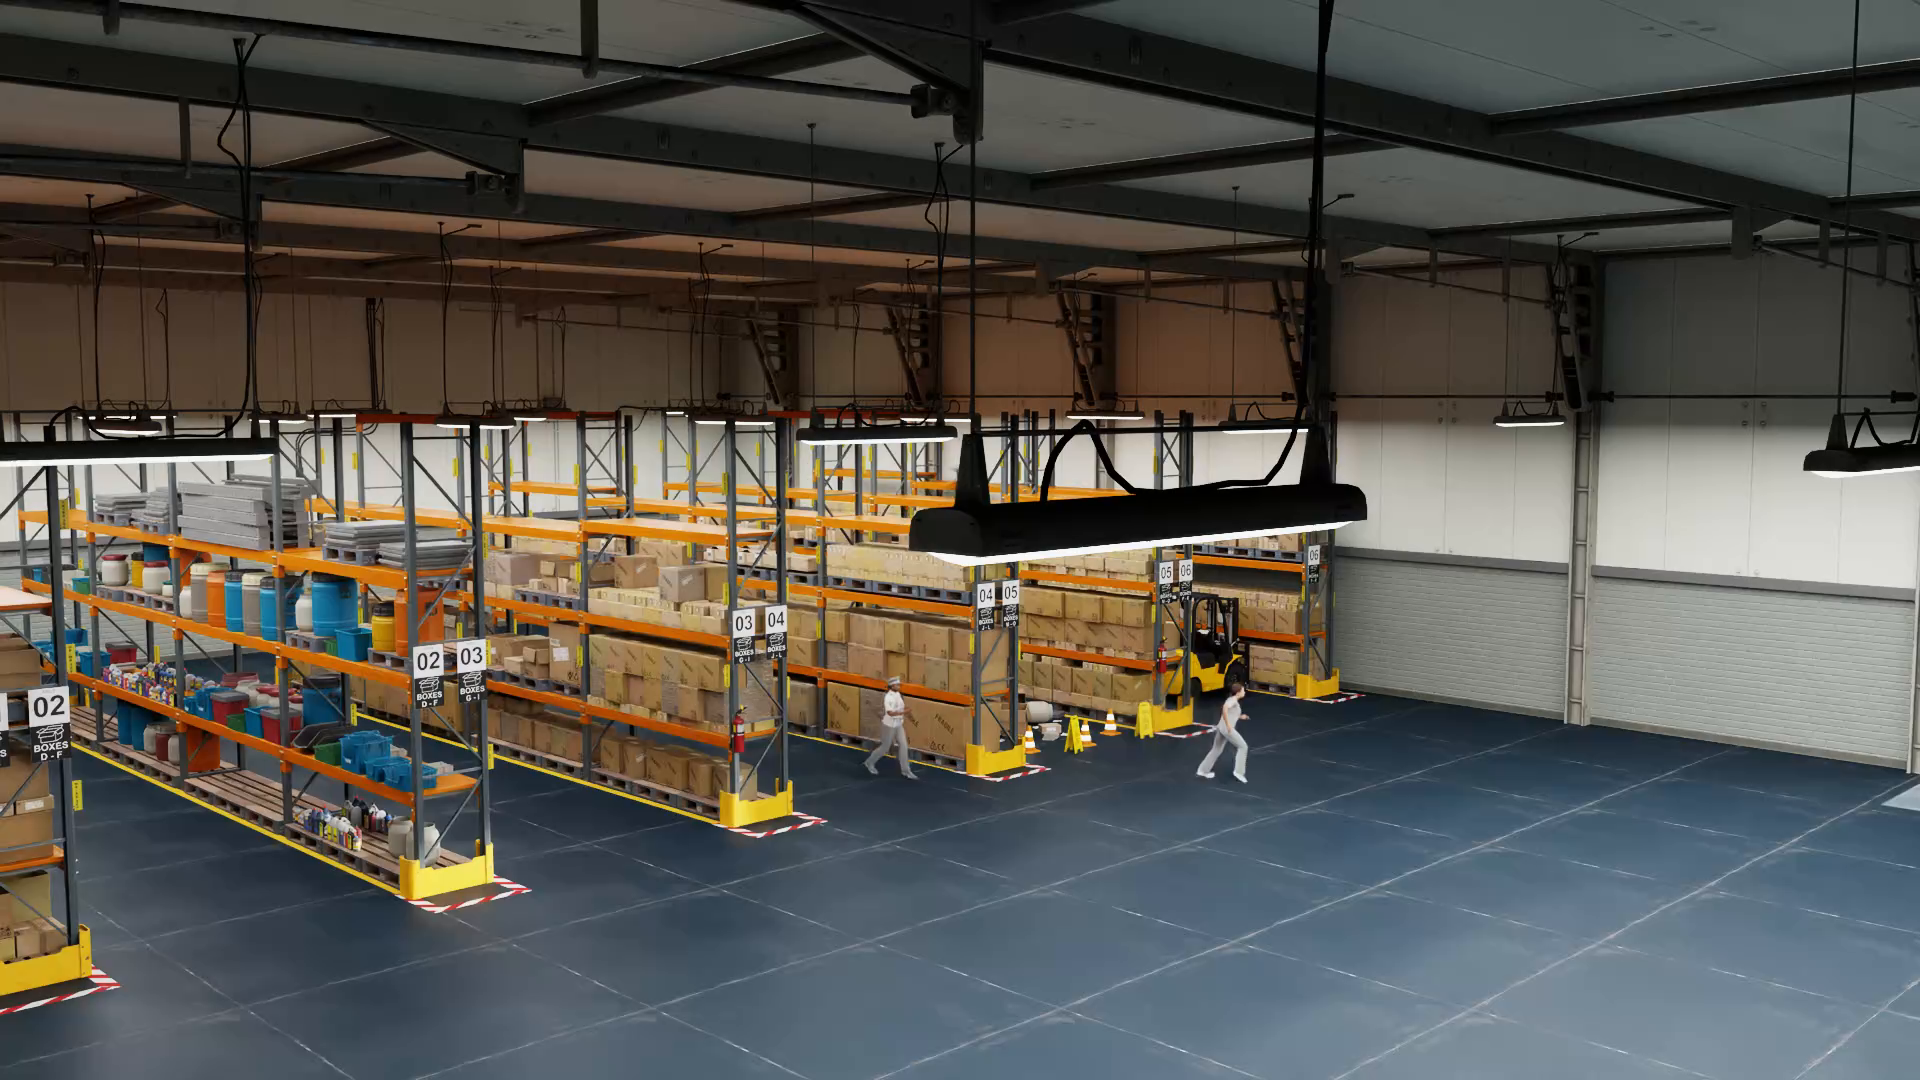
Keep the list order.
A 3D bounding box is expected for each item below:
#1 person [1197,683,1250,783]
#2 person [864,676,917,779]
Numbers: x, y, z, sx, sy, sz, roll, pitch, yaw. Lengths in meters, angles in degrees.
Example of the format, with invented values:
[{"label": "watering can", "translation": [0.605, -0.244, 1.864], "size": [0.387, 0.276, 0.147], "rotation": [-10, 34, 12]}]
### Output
[{"label": "person", "translation": [4.331, 3.167, 27.249], "size": [0.880, 1.657, 0.582], "rotation": [0, 5, -2]}, {"label": "person", "translation": [-1.140, 3.077, 27.470], "size": [0.929, 1.699, 0.566], "rotation": [2, 5, 24]}]
